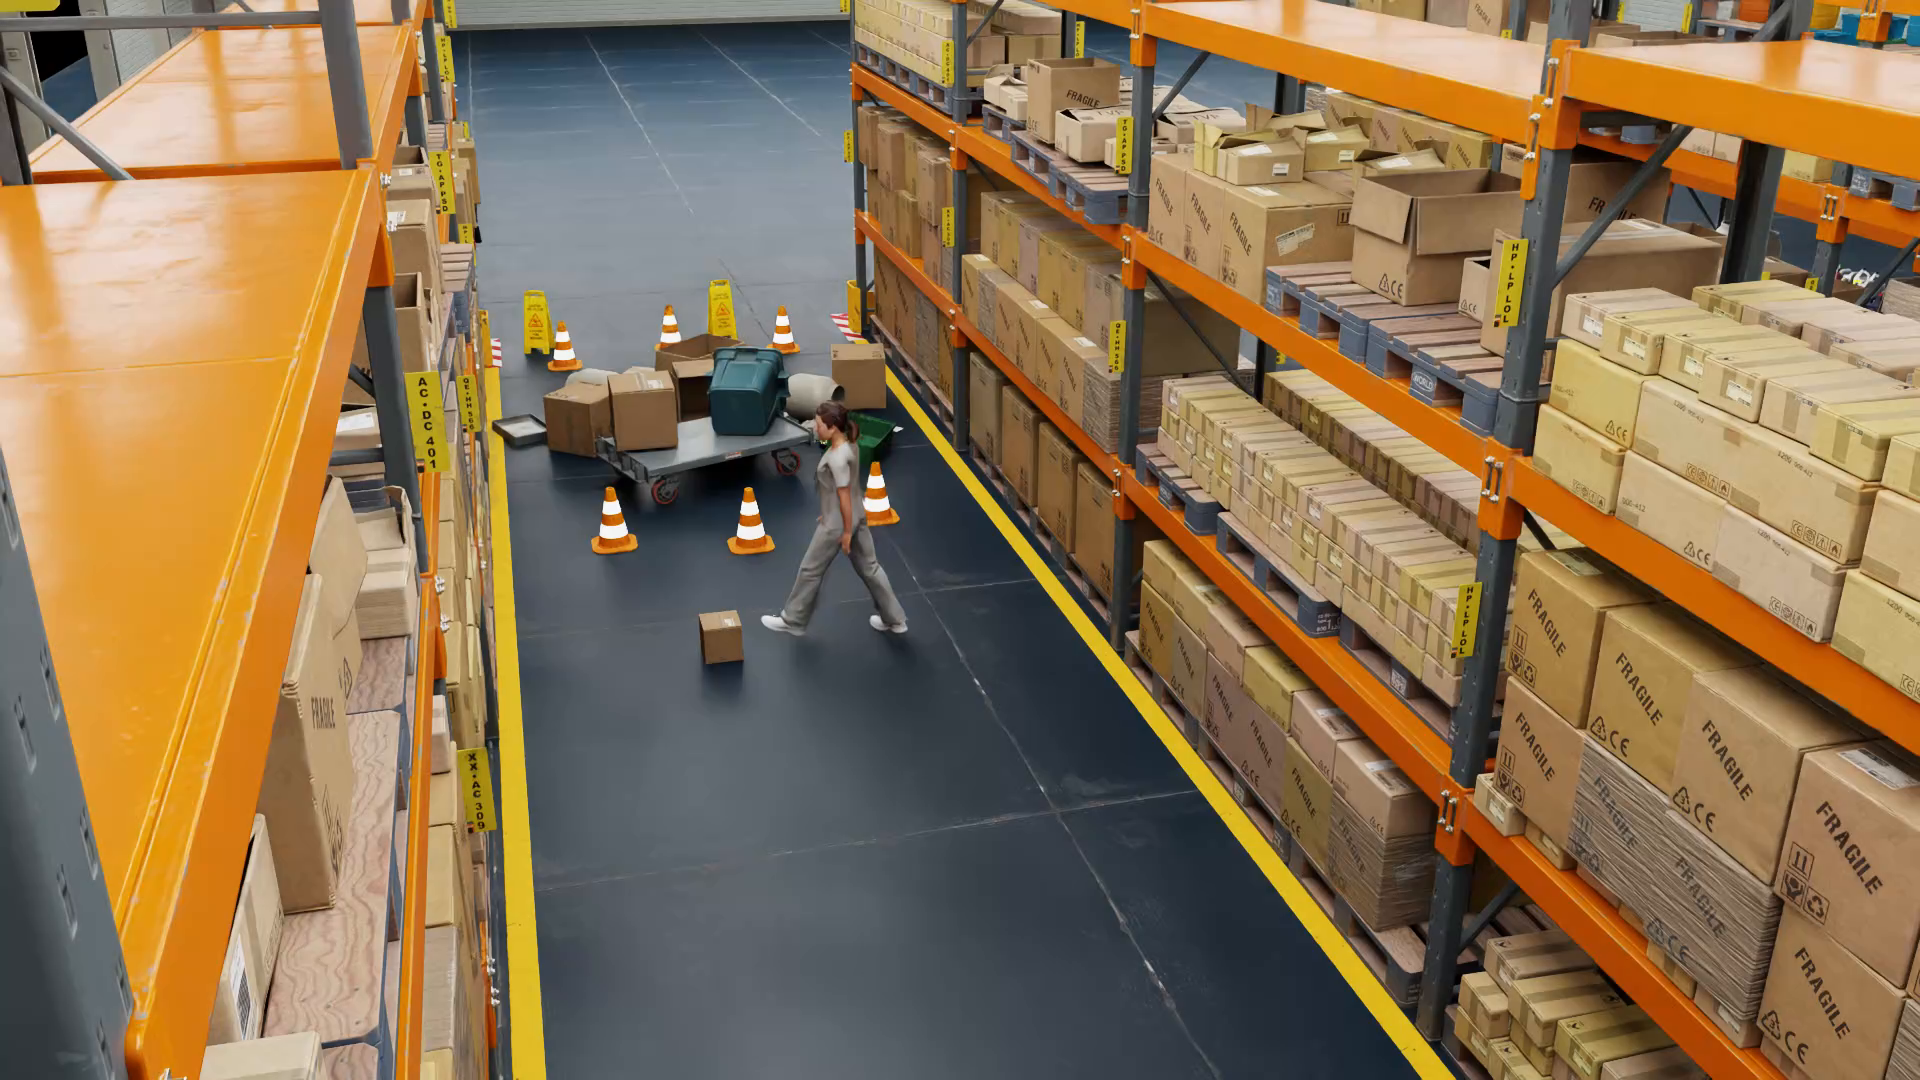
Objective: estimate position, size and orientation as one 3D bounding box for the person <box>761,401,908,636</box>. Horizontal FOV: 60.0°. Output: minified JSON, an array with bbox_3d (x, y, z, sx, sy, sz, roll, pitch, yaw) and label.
[{"bbox_3d":[-0.823,-0.137,10.894,0.959,1.630,0.436,6,24,13],"label":"person"}]
